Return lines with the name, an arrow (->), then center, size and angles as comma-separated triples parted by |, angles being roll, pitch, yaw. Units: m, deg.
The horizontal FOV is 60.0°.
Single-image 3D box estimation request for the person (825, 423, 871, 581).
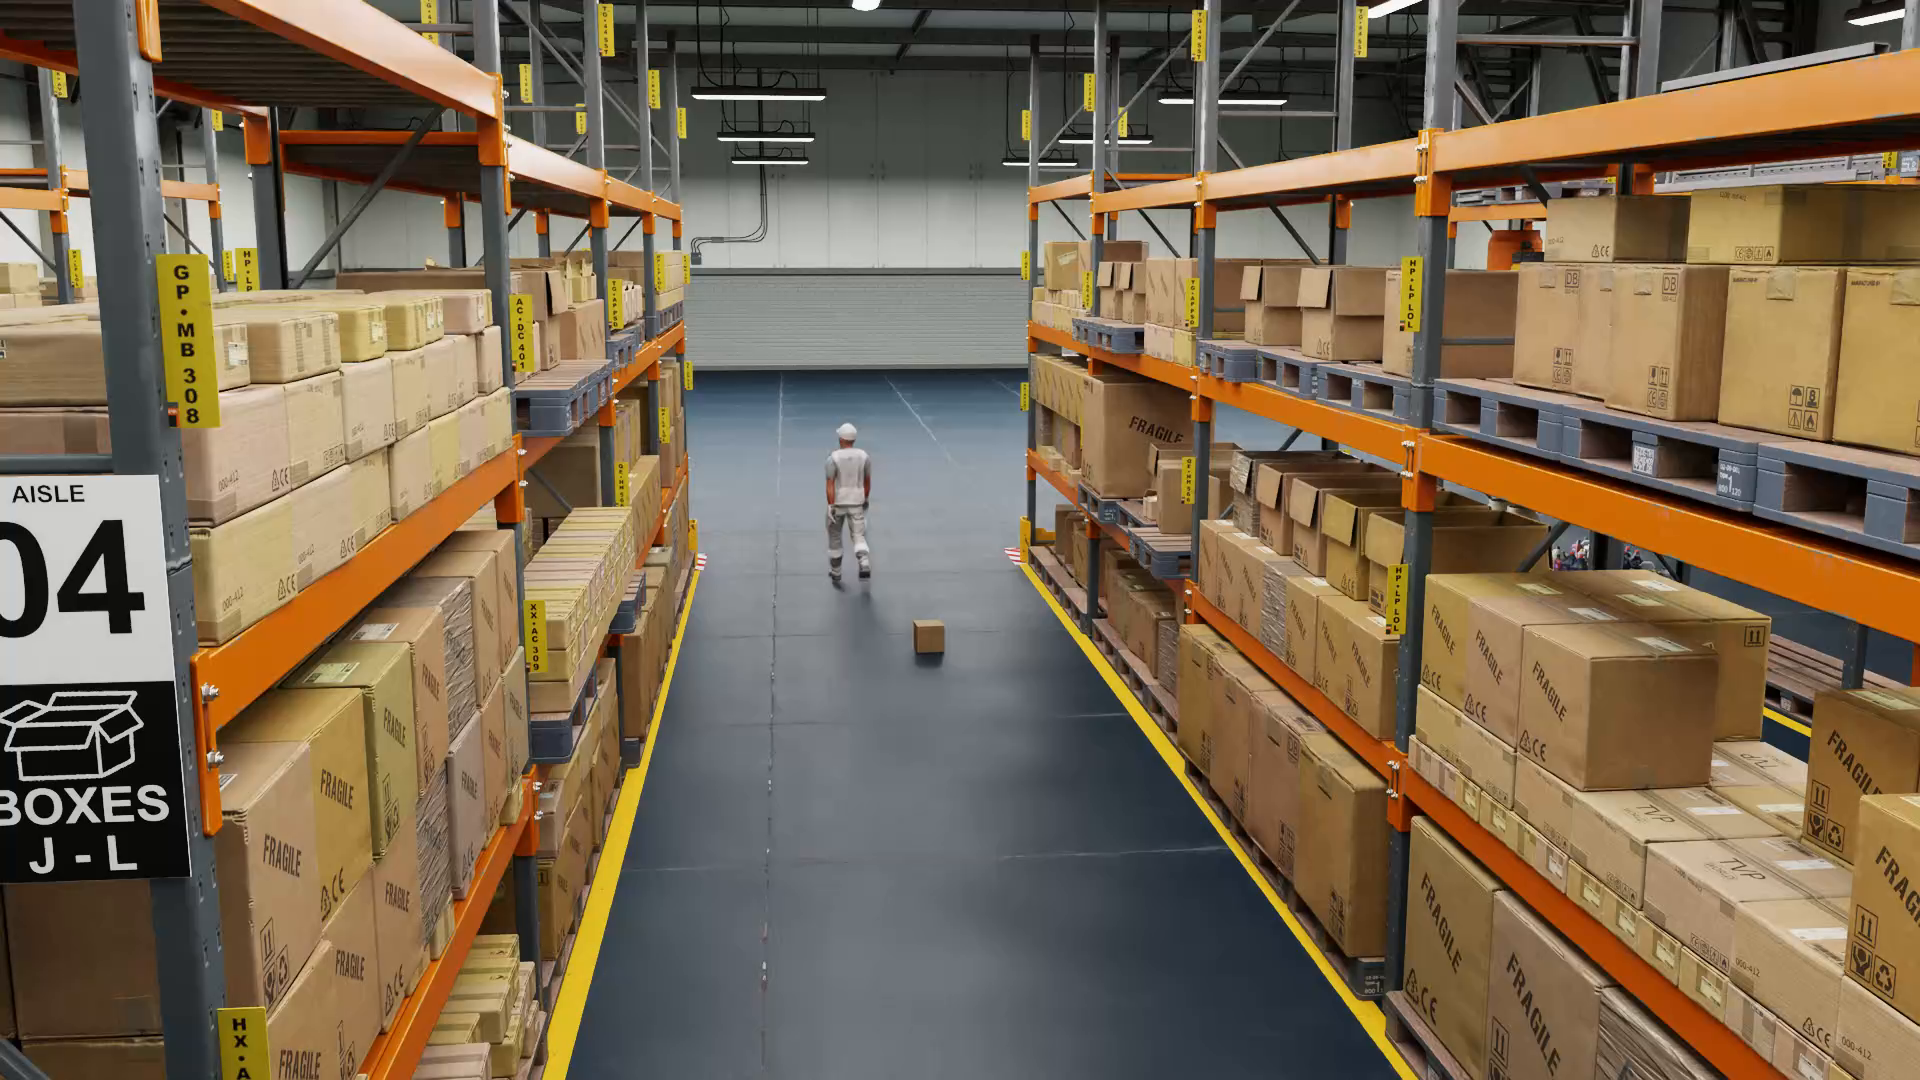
person -> -1.210, -0.392, 18.056 | 0.535, 1.756, 0.930 | -3, 10, -16
